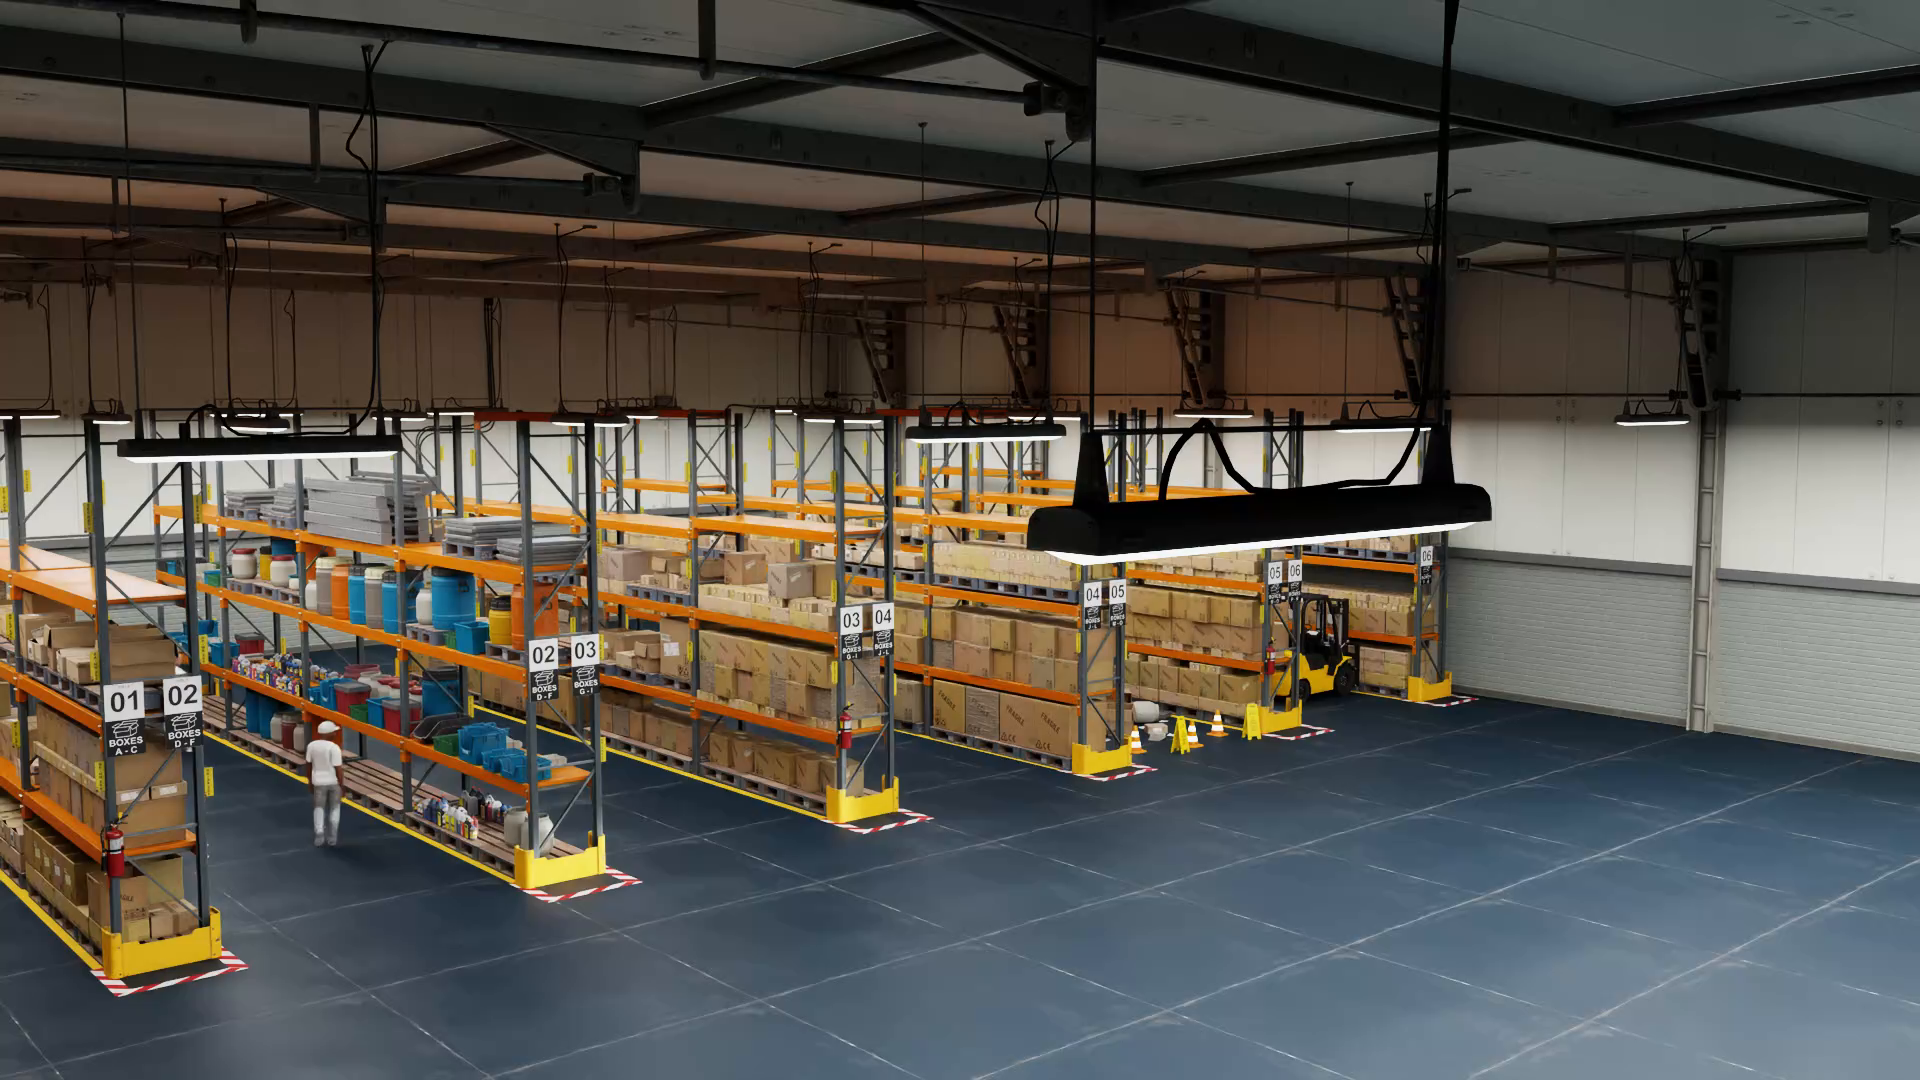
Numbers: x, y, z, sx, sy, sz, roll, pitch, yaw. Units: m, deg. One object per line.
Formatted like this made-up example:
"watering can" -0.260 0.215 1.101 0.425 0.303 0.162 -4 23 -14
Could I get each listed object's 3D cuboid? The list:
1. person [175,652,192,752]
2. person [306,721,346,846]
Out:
"person" -13.766 2.853 29.408 0.636 1.774 0.471 3 6 32
"person" -8.849 3.403 23.187 0.540 1.759 0.602 -1 5 -10
